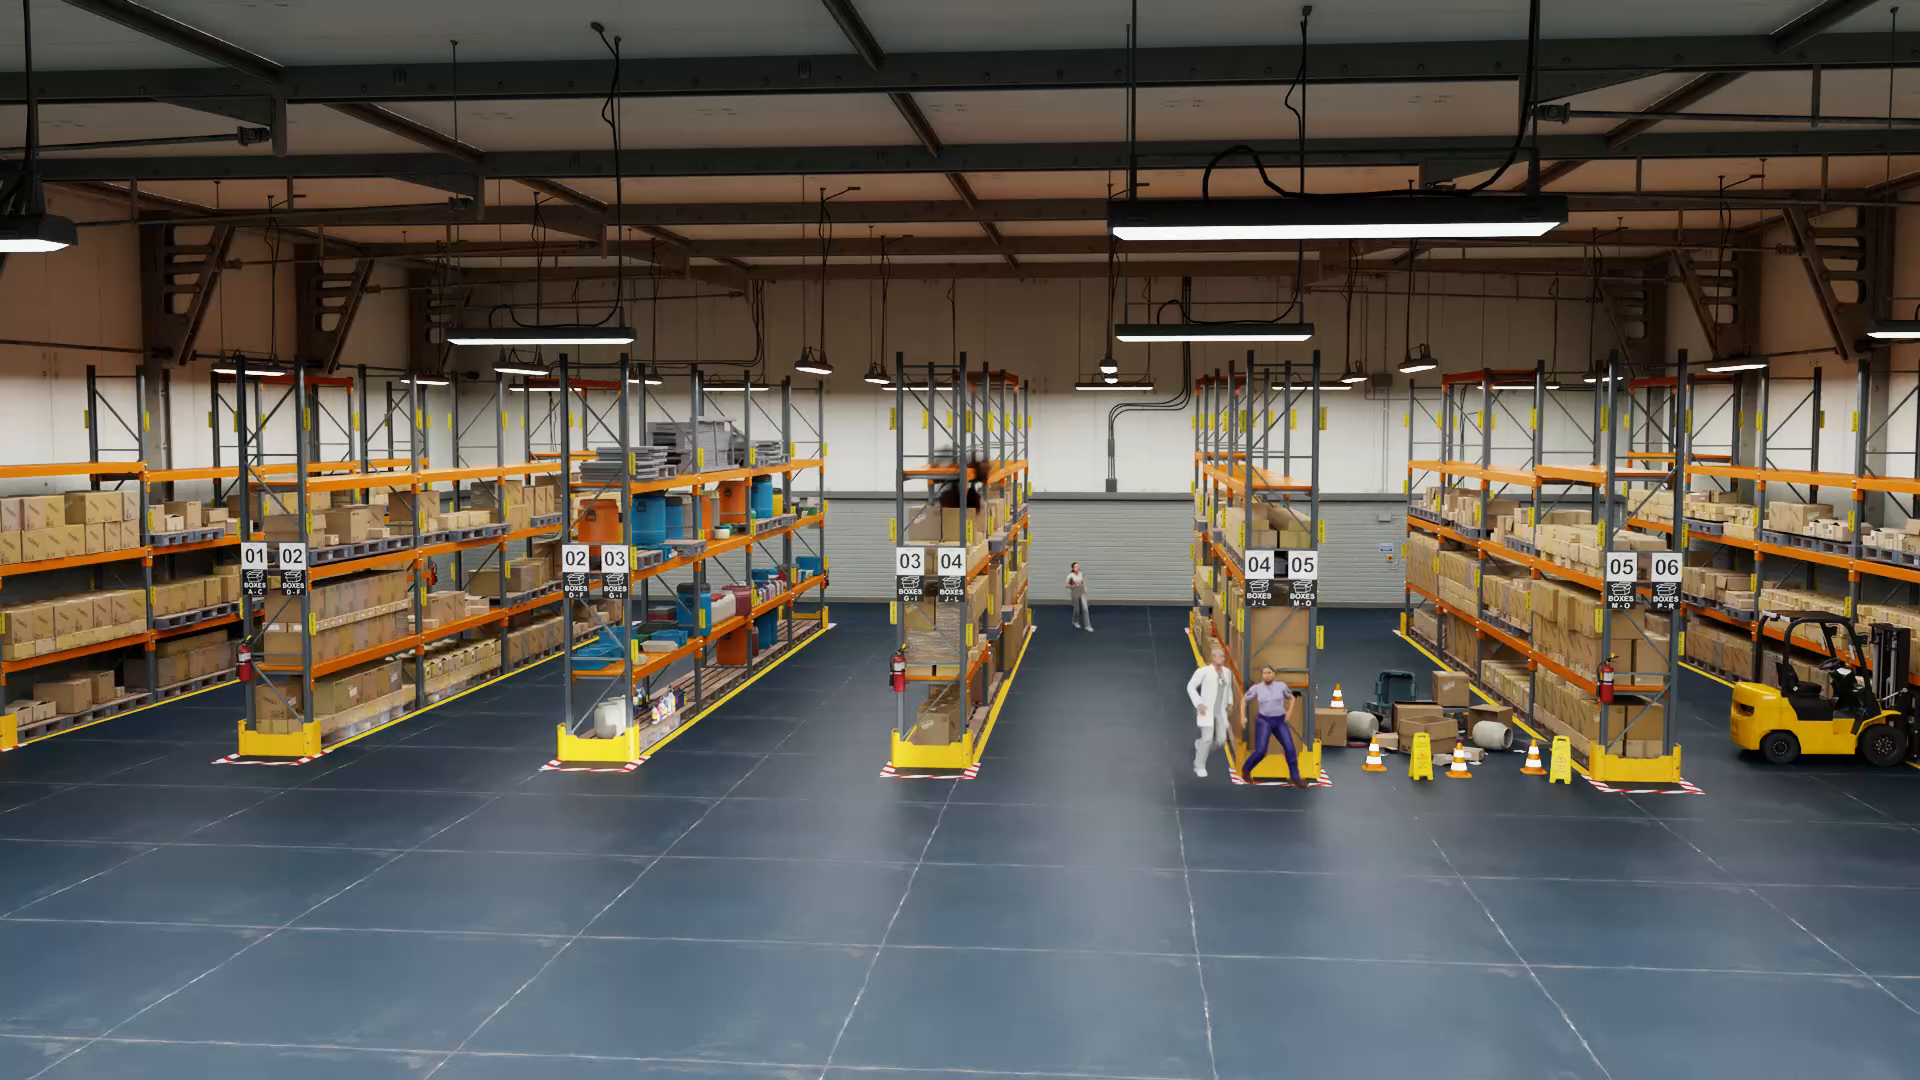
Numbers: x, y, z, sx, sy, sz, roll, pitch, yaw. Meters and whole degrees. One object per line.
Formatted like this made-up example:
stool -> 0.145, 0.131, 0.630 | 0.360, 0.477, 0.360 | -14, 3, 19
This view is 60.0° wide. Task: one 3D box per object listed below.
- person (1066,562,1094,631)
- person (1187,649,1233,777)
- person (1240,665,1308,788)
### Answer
person -> 2.776, 1.336, 39.752 | 0.577, 1.621, 0.985 | -1, 4, -20
person -> 3.451, 2.344, 22.821 | 0.754, 1.713, 0.603 | -2, 4, -23
person -> 4.168, 2.476, 22.196 | 0.813, 1.599, 0.687 | -1, 4, -10
